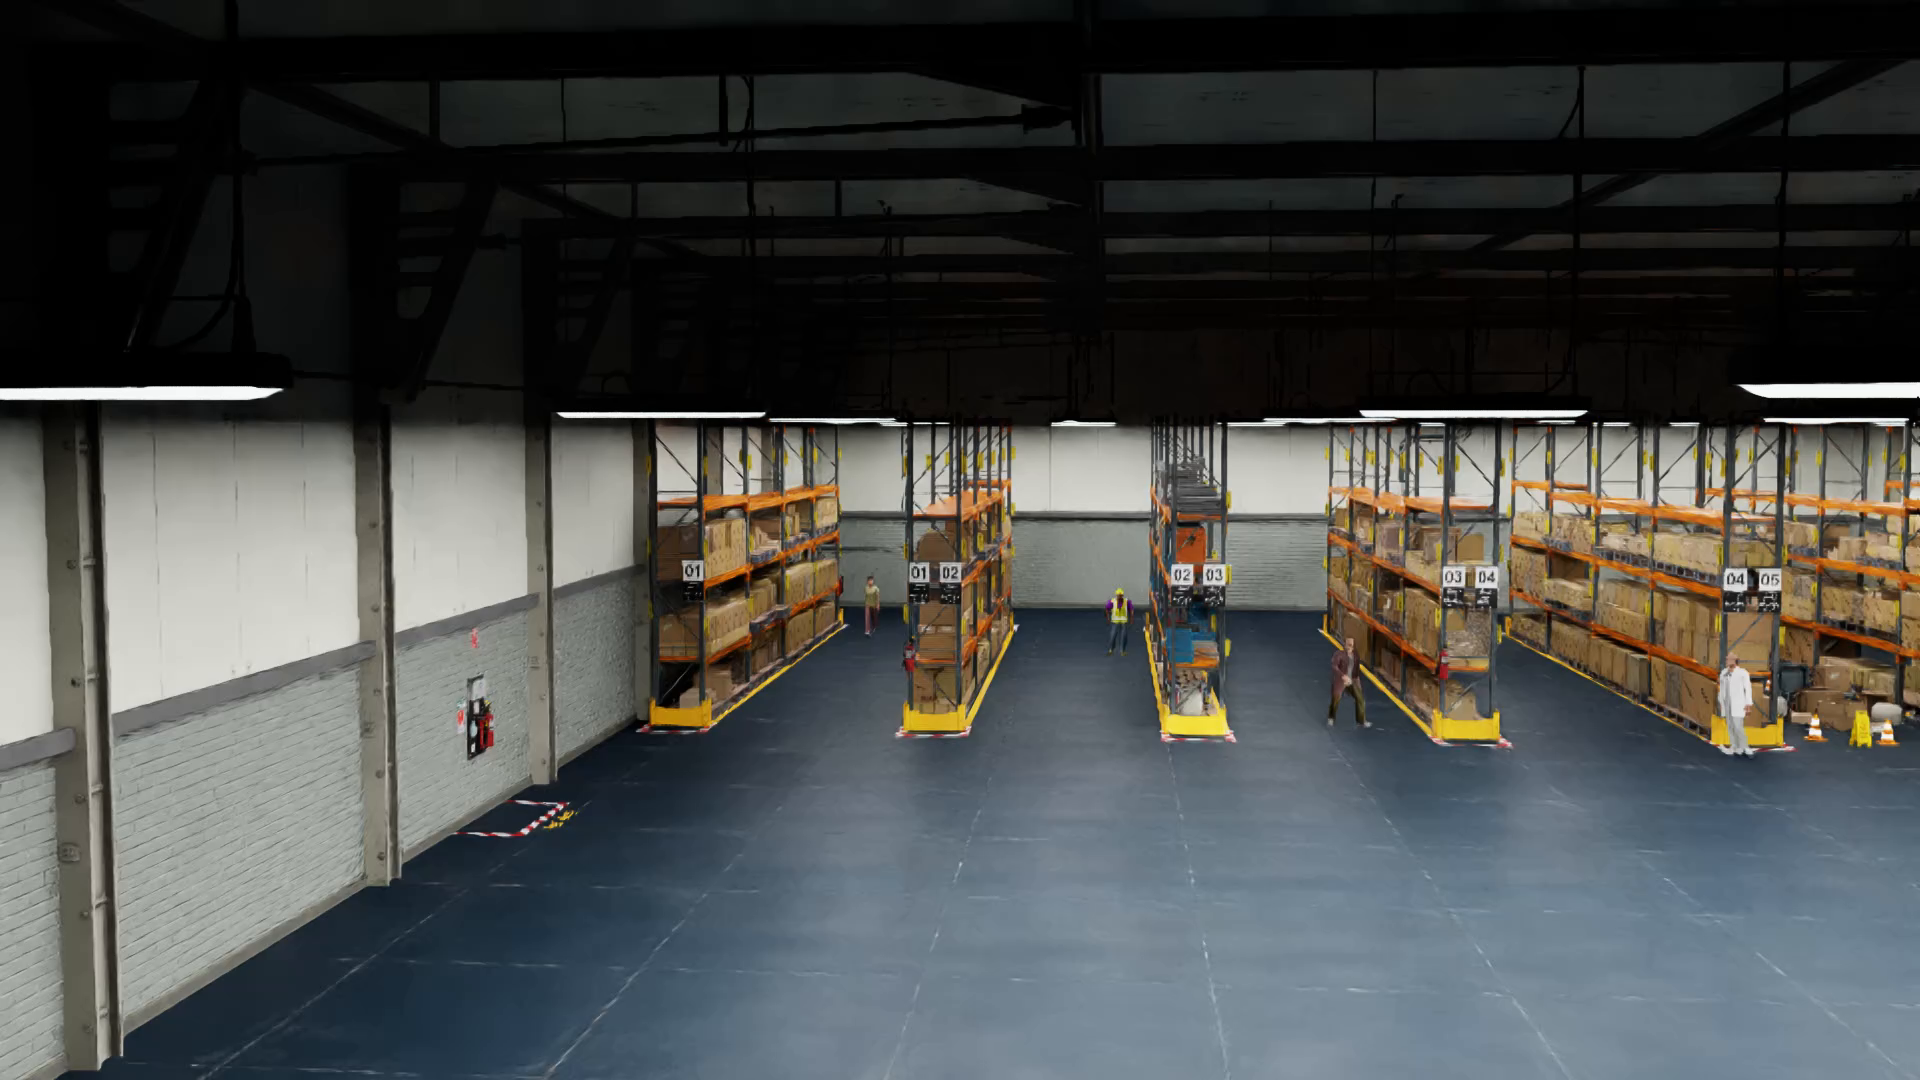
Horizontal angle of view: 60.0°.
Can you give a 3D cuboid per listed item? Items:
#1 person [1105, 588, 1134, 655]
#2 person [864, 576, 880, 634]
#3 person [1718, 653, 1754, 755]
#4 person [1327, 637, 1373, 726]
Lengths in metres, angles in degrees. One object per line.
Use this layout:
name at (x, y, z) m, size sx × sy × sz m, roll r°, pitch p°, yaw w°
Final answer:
person at (4.006, 2.055, 41.911) m, size 0.709 × 1.714 × 0.578 m, roll 0°, pitch 4°, yaw 4°
person at (-2.449, 1.799, 46.288) m, size 0.456 × 1.612 × 1.019 m, roll 0°, pitch 4°, yaw 4°
person at (13.569, 2.867, 29.085) m, size 0.454 × 1.773 × 0.687 m, roll -2°, pitch 4°, yaw -27°
person at (7.415, 2.709, 31.917) m, size 0.737 × 1.717 × 0.880 m, roll -1°, pitch 4°, yaw -12°
